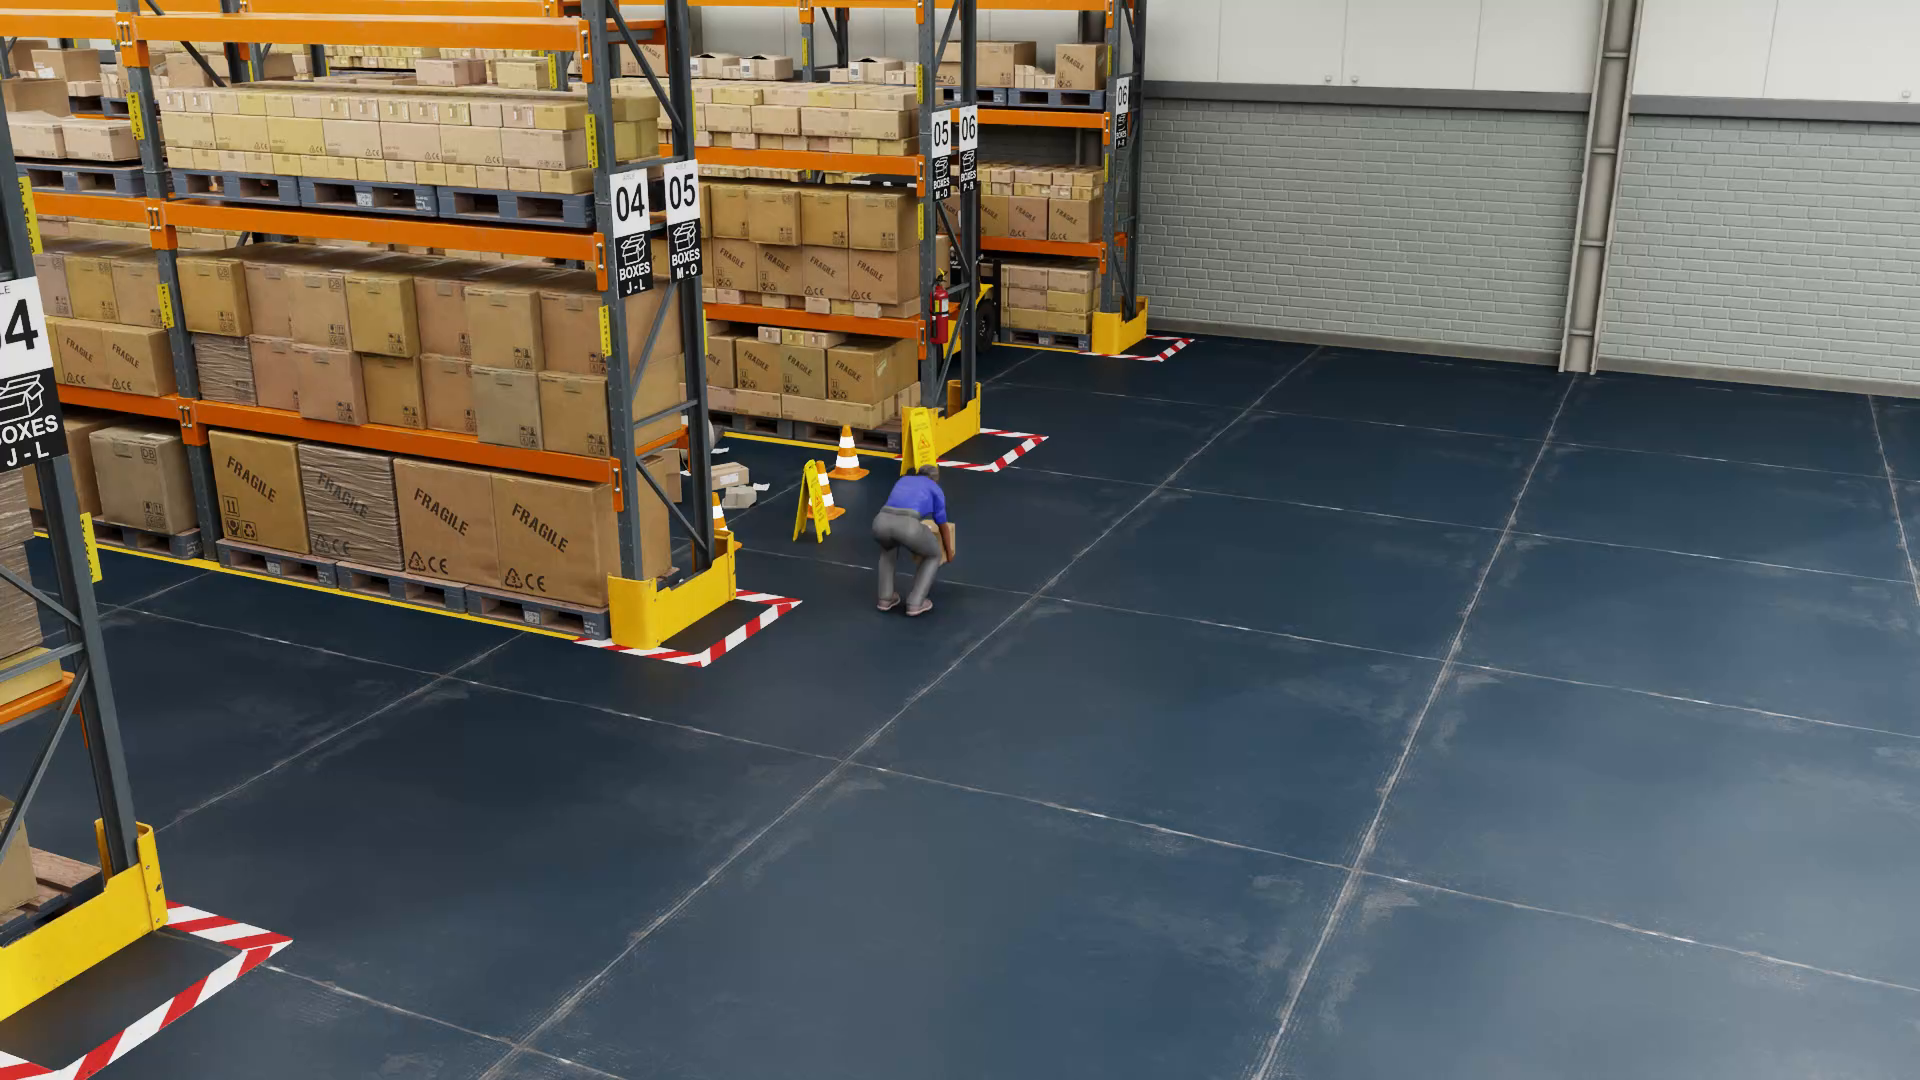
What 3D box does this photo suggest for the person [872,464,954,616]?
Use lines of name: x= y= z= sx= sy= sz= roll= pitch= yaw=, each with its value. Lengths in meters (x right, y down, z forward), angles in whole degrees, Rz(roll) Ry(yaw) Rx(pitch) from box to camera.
person: x=-0.349 y=-0.004 z=12.139 sx=0.468 sy=0.971 sz=0.861 roll=7 pitch=20 yaw=20
